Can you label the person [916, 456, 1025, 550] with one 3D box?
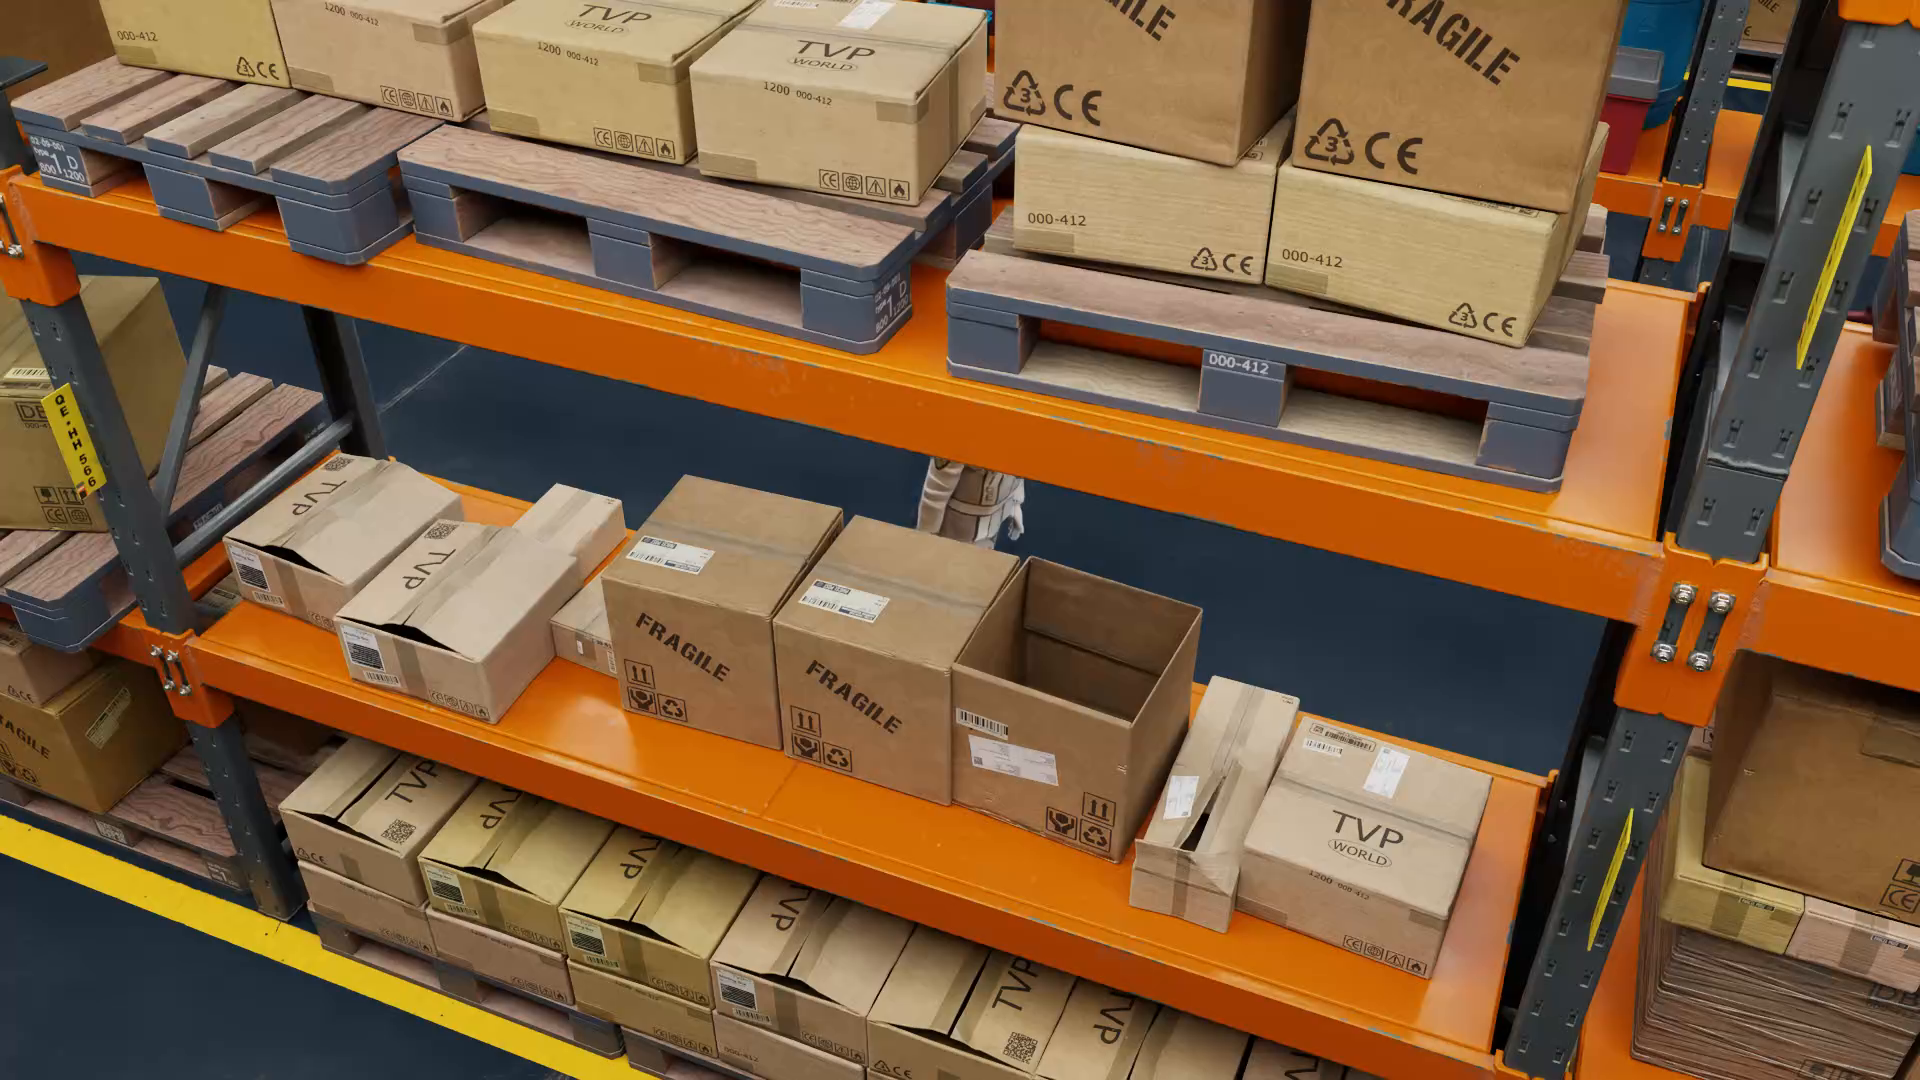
[{"bbox_3d":[0.037,-0.056,6.231,0.577,1.715,0.508,15,40,19],"label":"person"}]
